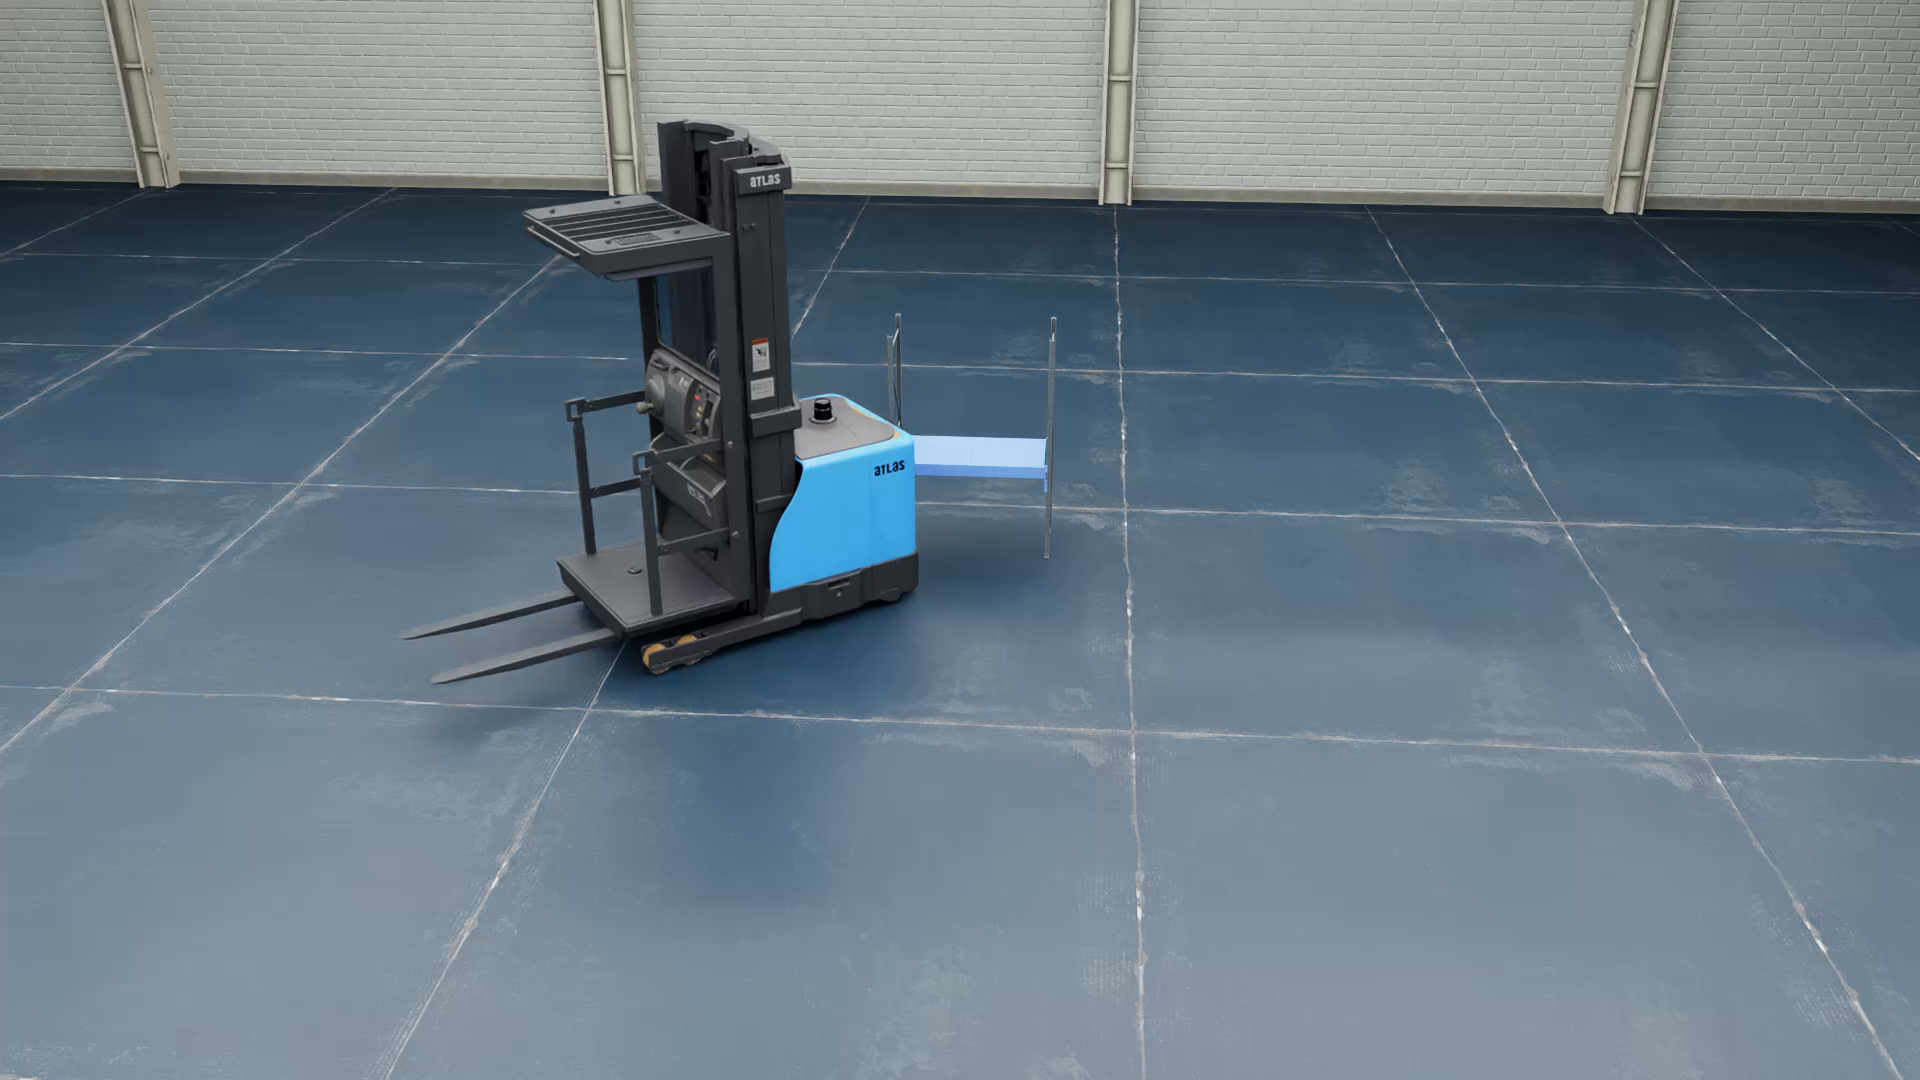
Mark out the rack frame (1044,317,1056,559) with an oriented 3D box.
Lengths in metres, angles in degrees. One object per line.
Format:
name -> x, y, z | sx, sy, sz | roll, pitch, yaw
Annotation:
rack frame -> 0.592, -0.662, 10.895 | 0.032, 1.500, 0.500 | 2, 25, 4

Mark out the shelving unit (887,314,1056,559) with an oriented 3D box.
shelving unit -> 0.085, -0.679, 10.931 | 1.048, 1.500, 0.538 | 2, 25, 4

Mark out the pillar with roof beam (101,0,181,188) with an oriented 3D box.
pillar with roof beam -> -10.416, -6.775, 15.209 | 0.400, 9.000, 9.100 | 2, 25, 4

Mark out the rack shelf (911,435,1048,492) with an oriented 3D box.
rack shelf -> 0.085, -0.515, 11.006 | 1.000, 0.185, 0.538 | 2, 25, 4

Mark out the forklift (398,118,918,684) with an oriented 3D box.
forklift -> -1.775, -0.814, 9.512 | 3.031, 2.935, 1.130 | -15, 29, -30

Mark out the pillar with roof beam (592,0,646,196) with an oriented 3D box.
pillar with roof beam -> -4.434, -6.583, 14.792 | 0.400, 9.000, 9.100 | 2, 25, 4

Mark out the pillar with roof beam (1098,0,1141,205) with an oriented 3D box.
pillar with roof beam -> 1.549, -6.391, 14.375 | 0.400, 9.000, 9.100 | 2, 25, 4

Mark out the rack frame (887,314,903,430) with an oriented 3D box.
rack frame -> -0.422, -0.695, 10.966 | 0.032, 1.500, 0.500 | 2, 25, 4

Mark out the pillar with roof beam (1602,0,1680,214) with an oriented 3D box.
pillar with roof beam -> 7.531, -6.199, 13.958 | 0.400, 9.000, 9.100 | 2, 25, 4
